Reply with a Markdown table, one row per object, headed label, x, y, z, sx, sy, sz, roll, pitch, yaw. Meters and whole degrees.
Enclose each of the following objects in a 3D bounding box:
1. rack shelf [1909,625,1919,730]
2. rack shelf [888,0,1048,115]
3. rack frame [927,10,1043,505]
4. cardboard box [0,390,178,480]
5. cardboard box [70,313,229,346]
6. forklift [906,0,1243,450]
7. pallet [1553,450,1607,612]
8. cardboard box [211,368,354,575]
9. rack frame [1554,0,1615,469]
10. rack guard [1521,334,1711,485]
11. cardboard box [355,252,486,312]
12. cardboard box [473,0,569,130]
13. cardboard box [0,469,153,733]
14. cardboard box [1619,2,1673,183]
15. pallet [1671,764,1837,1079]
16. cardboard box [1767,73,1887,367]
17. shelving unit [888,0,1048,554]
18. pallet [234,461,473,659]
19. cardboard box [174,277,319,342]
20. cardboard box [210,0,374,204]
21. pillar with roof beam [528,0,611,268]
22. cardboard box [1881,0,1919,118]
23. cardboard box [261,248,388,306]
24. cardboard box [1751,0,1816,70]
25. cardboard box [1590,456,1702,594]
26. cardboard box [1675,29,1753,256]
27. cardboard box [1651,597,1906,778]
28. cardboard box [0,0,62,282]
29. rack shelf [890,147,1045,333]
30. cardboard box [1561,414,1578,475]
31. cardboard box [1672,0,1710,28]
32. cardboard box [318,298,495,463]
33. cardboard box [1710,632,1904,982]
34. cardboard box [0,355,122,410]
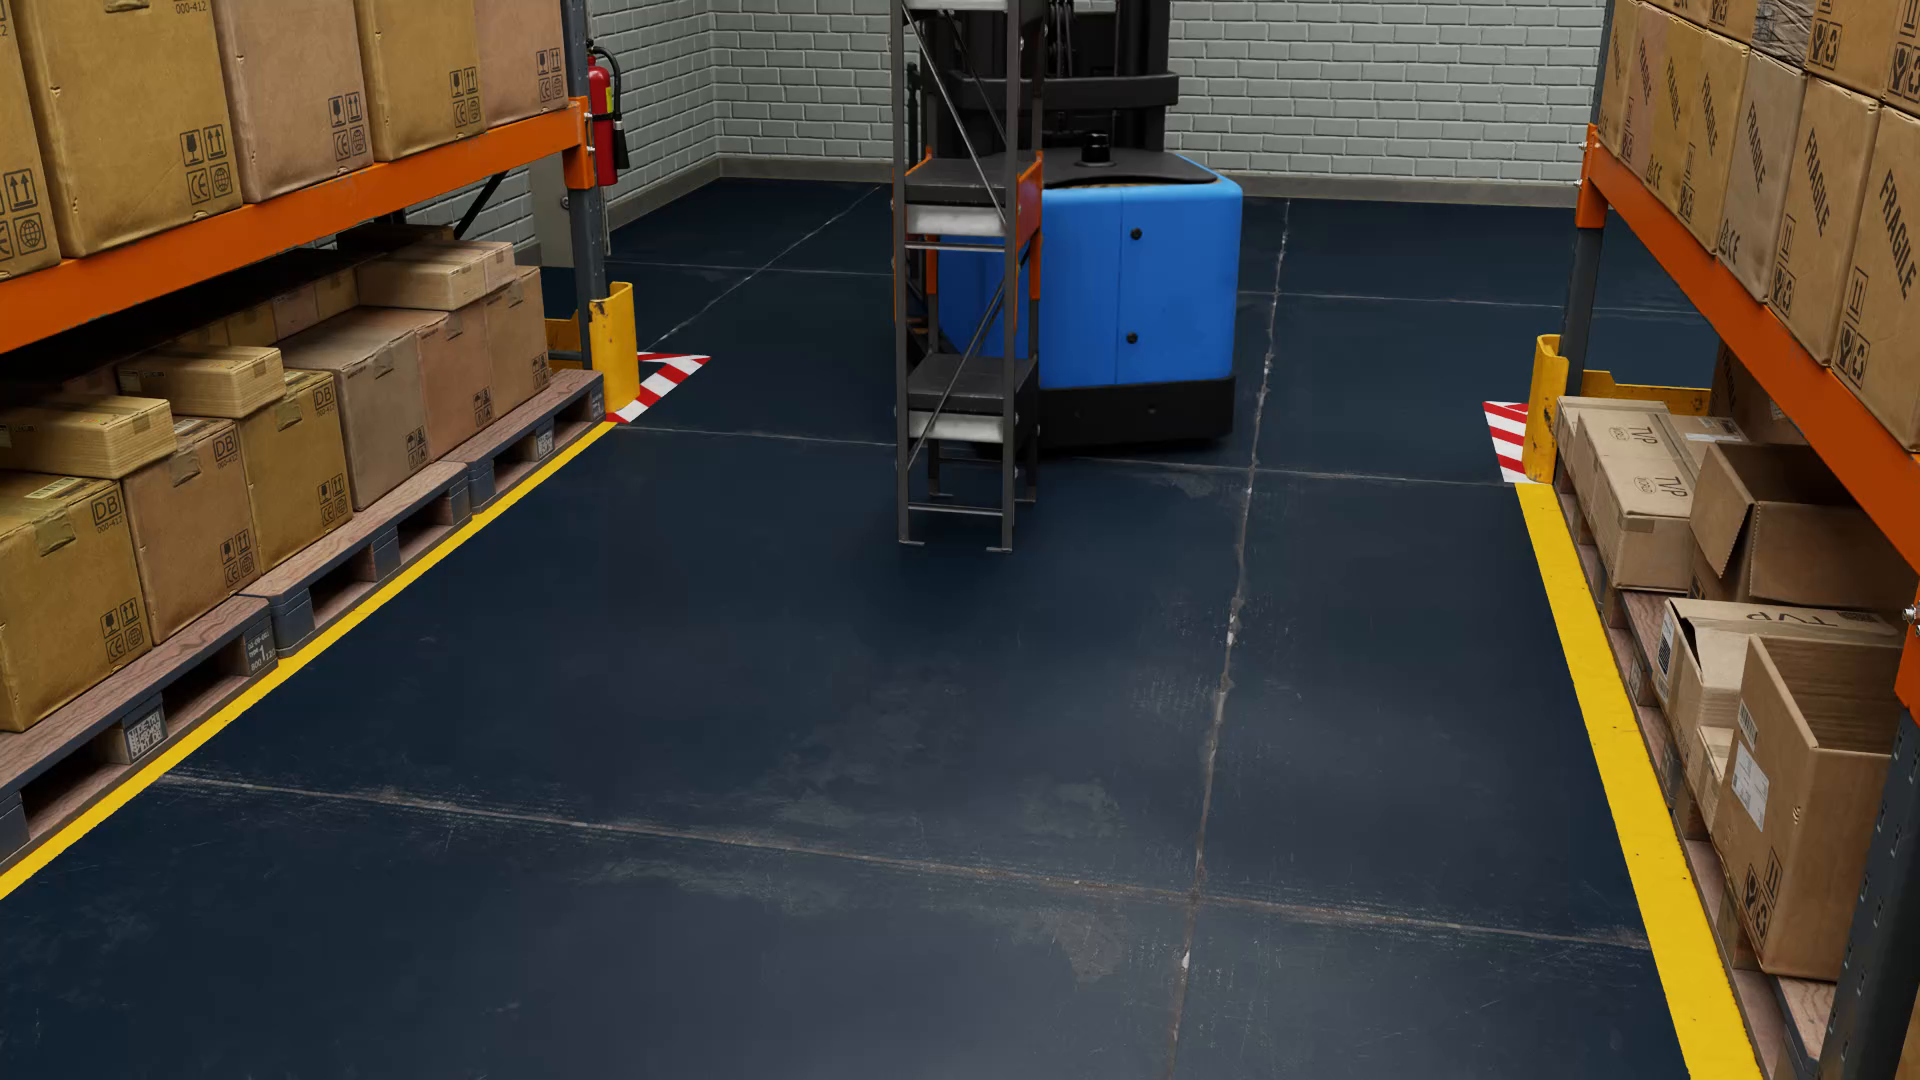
| label | x | y | z | sx | sy | sz | roll | pitch | yaw |
| --- | --- | --- | --- | --- | --- | --- | --- | --- | --- |
| rack shelf | 1.589 | 0.870 | 0.640 | 1.077 | 0.370 | 4.000 | 4 | 22 | 11 |
| rack shelf | 0.034 | -1.671 | 5.355 | 0.431 | 0.518 | 0.480 | 4 | 22 | 11 |
| rack frame | 0.084 | -1.124 | 5.833 | 0.400 | 2.100 | 0.015 | 4 | 22 | 11 |
| cardboard box | -2.352 | -0.284 | 4.459 | 0.380 | 0.149 | 0.250 | 5 | 23 | 13 |
| cardboard box | -2.562 | -0.611 | 5.271 | 0.380 | 0.149 | 0.250 | 4 | 22 | 10 |
| forklift | 0.318 | -2.230 | 7.468 | 1.130 | 2.935 | 3.031 | -4 | 22 | -10 |
| pallet | 2.636 | -0.044 | 5.682 | 1.003 | 0.211 | 1.213 | 4 | 22 | 11 |
| cardboard box | -2.388 | -0.243 | 5.225 | 0.700 | 0.500 | 0.500 | 5 | 22 | 12 |
| rack frame | 2.813 | -1.658 | 5.954 | 1.000 | 3.000 | 0.127 | 4 | 22 | 11 |
| rack guard | 2.797 | -0.470 | 6.352 | 1.175 | 0.500 | 0.348 | 4 | 22 | 11 |
| cardboard box | -1.981 | -0.952 | 6.118 | 0.380 | 0.149 | 0.250 | 5 | 22 | 12 |
| cardboard box | -2.132 | -1.986 | 6.367 | 0.980 | 0.700 | 0.700 | 5 | 23 | 13 |
| cardboard box | -2.601 | 0.128 | 4.304 | 0.700 | 0.500 | 0.500 | 5 | 22 | 12 |
| cardboard box | 2.364 | -1.373 | 5.113 | 0.500 | 0.500 | 0.500 | 4 | 22 | 10 |
| pallet | 2.138 | 0.848 | 3.466 | 1.003 | 0.211 | 1.213 | 4 | 22 | 11 |
| cardboard box | 1.951 | -0.632 | 3.274 | 0.500 | 0.500 | 0.500 | 5 | 22 | 12 |
| shelving unit | 0.034 | -1.035 | 5.612 | 0.431 | 2.100 | 0.503 | 4 | 22 | 11 |
| pallet | -2.375 | 0.003 | 5.564 | 1.003 | 0.211 | 1.213 | 4 | 22 | 11 |
| cardboard box | -2.458 | -0.797 | 5.734 | 0.380 | 0.149 | 0.250 | 5 | 22 | 12 |
| cardboard box | -2.434 | -1.441 | 5.014 | 0.980 | 0.700 | 0.700 | 3 | 22 | 8 |
| pillar with roof beam | 1.881 | -5.542 | 7.568 | 9.100 | 9.000 | 0.400 | 4 | 22 | 11 |
| cardboard box | 1.847 | -0.910 | 2.624 | 0.500 | 0.500 | 0.500 | 5 | 22 | 11 |
| cardboard box | -2.355 | -0.982 | 6.192 | 0.380 | 0.149 | 0.250 | 5 | 22 | 11 |
| cardboard box | 2.051 | -1.281 | 3.548 | 0.500 | 0.500 | 0.500 | 5 | 22 | 11 |
| cardboard box | 2.220 | -0.043 | 5.037 | 0.500 | 0.250 | 0.500 | 4 | 22 | 11 |
| cardboard box | 2.155 | -1.007 | 4.204 | 0.500 | 0.500 | 0.500 | 5 | 22 | 12 |
| cardboard box | 1.988 | 0.344 | 3.994 | 0.500 | 0.311 | 0.500 | 4 | 22 | 11 |
| cardboard box | -2.727 | -0.907 | 3.689 | 0.980 | 0.700 | 0.700 | 5 | 22 | 12 |
| rack shelf | 0.034 | -1.022 | 5.617 | 0.431 | 0.518 | 0.480 | 4 | 22 | 11 |
| cardboard box | 2.340 | -0.329 | 5.859 | 0.380 | 0.166 | 0.250 | 4 | 22 | 11 |
| cardboard box | 2.258 | -1.651 | 4.466 | 0.500 | 0.500 | 0.500 | 5 | 22 | 12 |
| cardboard box | -2.184 | -0.622 | 6.168 | 0.700 | 0.500 | 0.500 | 4 | 22 | 11 |
| cardboard box | 1.835 | 0.531 | 3.278 | 0.500 | 0.500 | 0.500 | 4 | 22 | 11 |
| cardboard box | -2.666 | -0.424 | 4.807 | 0.380 | 0.149 | 0.250 | 4 | 22 | 9 |
